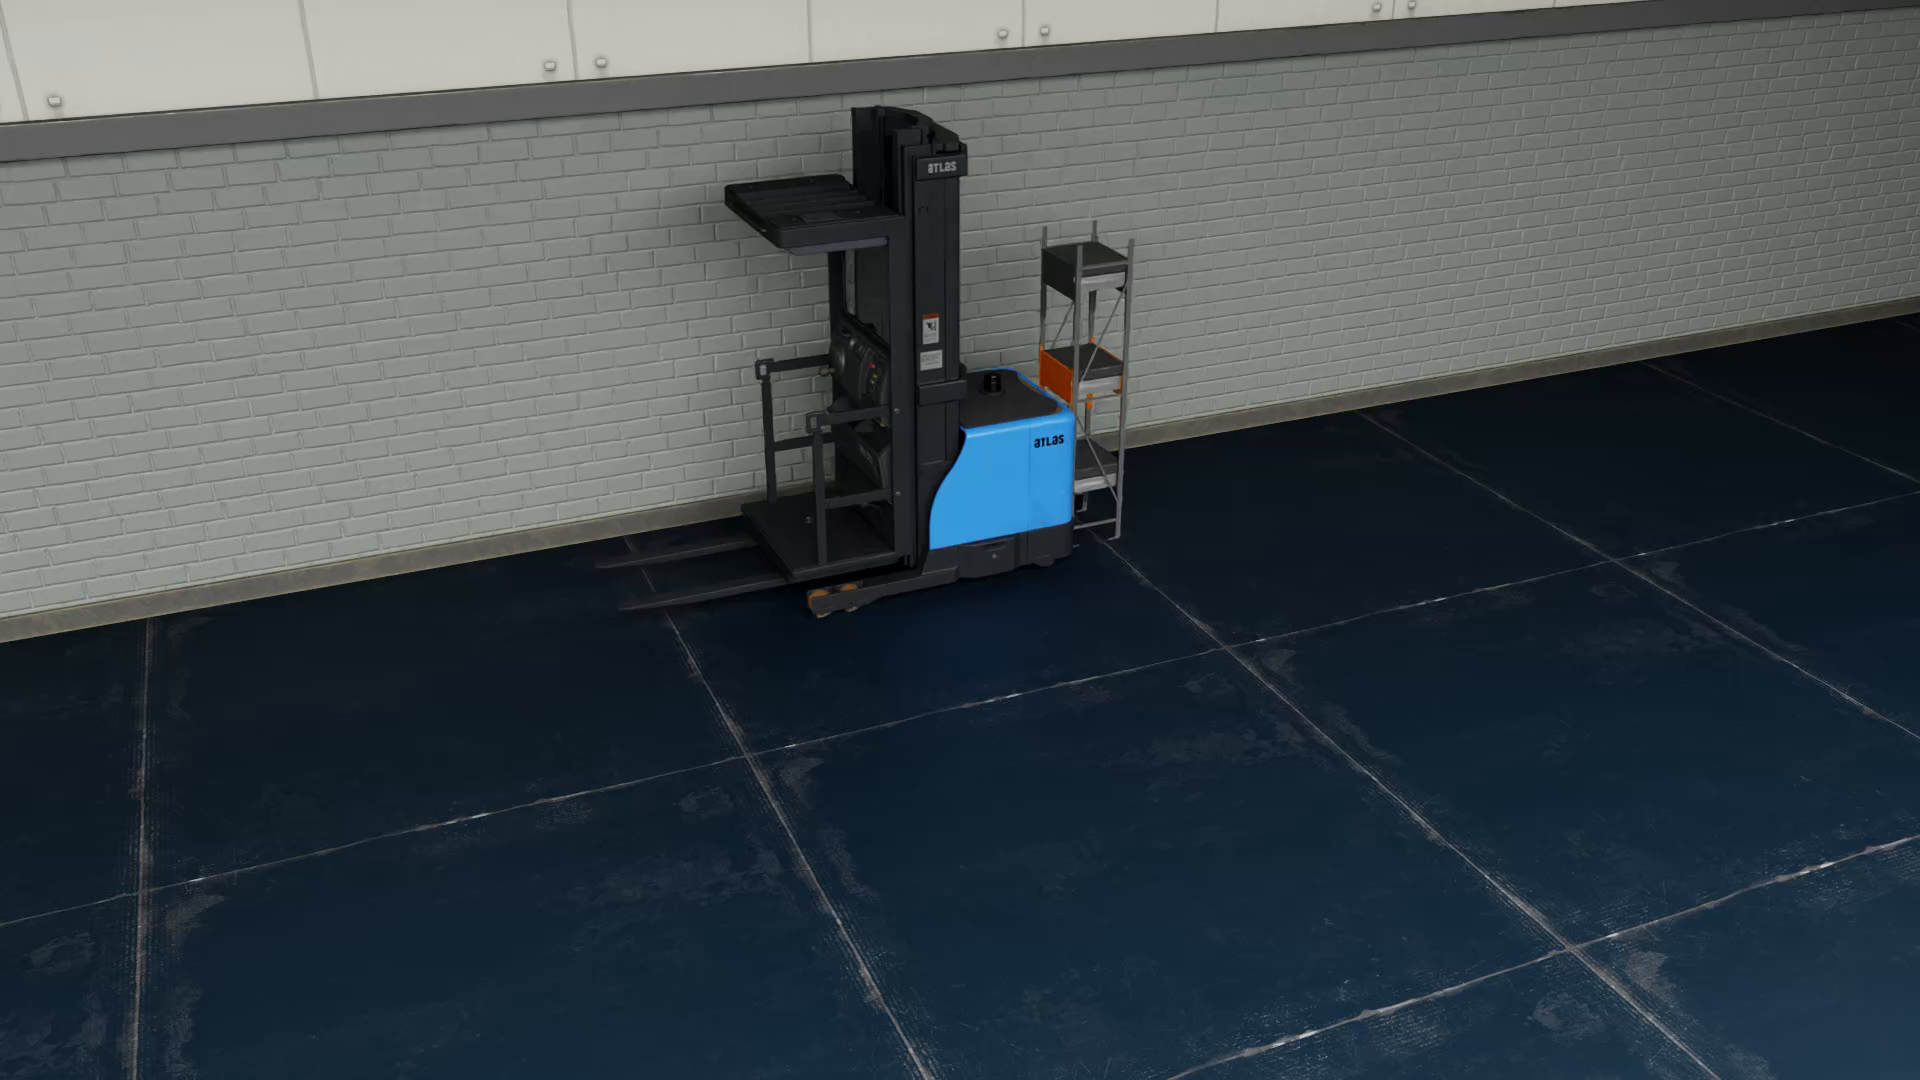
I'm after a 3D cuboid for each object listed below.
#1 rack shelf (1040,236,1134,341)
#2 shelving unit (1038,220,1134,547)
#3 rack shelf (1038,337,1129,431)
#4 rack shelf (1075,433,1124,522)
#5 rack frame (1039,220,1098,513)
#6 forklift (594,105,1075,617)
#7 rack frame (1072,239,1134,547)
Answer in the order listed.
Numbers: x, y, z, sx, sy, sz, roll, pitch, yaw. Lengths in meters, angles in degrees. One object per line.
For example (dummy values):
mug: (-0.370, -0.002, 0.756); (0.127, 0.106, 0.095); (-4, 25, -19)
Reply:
rack shelf: (0.816, -1.639, 10.796); (0.431, 0.518, 0.480); (-11, 28, -21)
shelving unit: (0.816, -1.022, 11.097); (0.431, 2.100, 0.503); (-11, 28, -21)
rack shelf: (0.816, -1.010, 11.103); (0.431, 0.518, 0.480); (-11, 28, -21)
rack shelf: (0.816, -0.381, 11.410); (0.431, 0.518, 0.480); (-11, 28, -21)
rack frame: (0.717, -1.120, 11.298); (0.400, 2.100, 0.015); (-11, 28, -21)
forklift: (-0.810, -1.099, 10.307); (3.031, 2.935, 1.130); (-11, 28, -21)
rack frame: (0.914, -0.924, 10.896); (0.400, 2.100, 0.015); (-11, 28, -21)
